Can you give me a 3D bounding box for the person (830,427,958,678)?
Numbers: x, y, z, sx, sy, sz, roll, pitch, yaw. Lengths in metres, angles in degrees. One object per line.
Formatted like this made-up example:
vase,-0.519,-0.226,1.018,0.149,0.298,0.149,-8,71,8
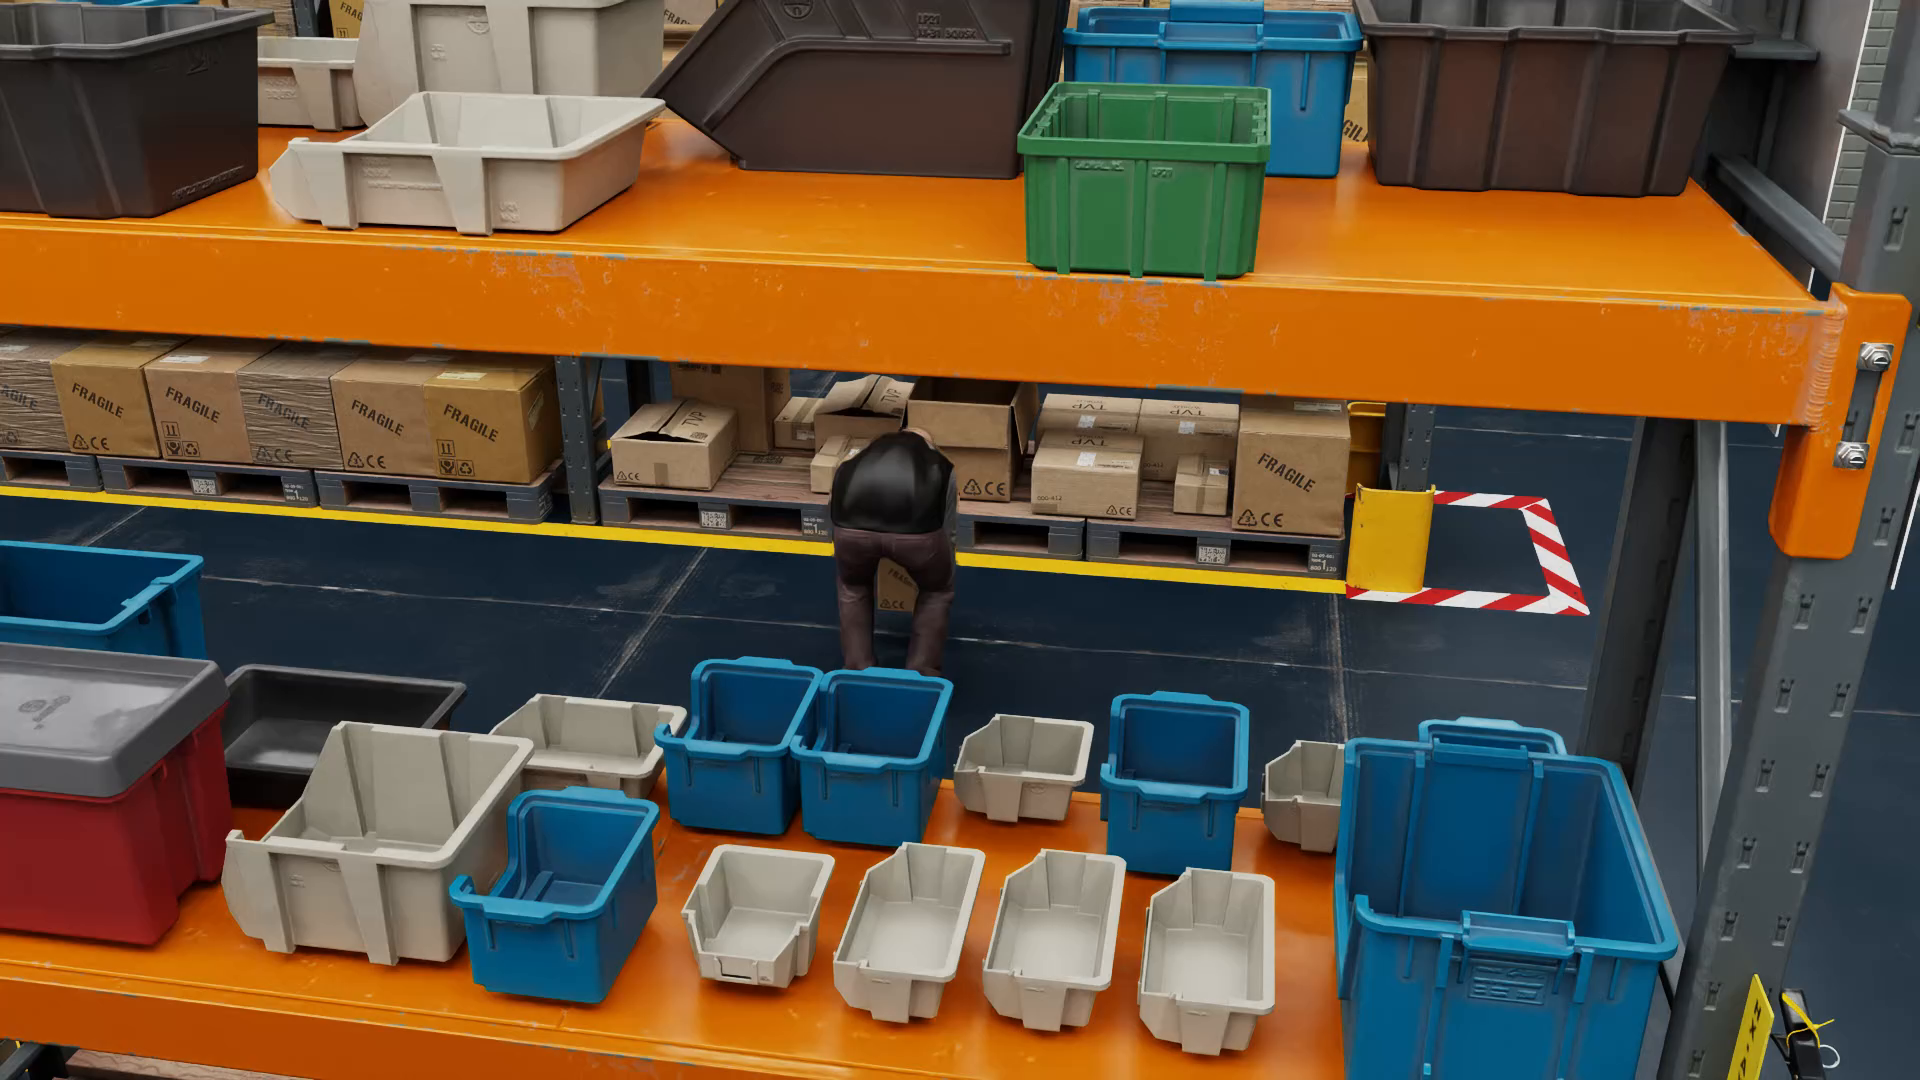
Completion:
person,-0.247,0.049,6.799,0.484,1.077,0.958,3,25,6
